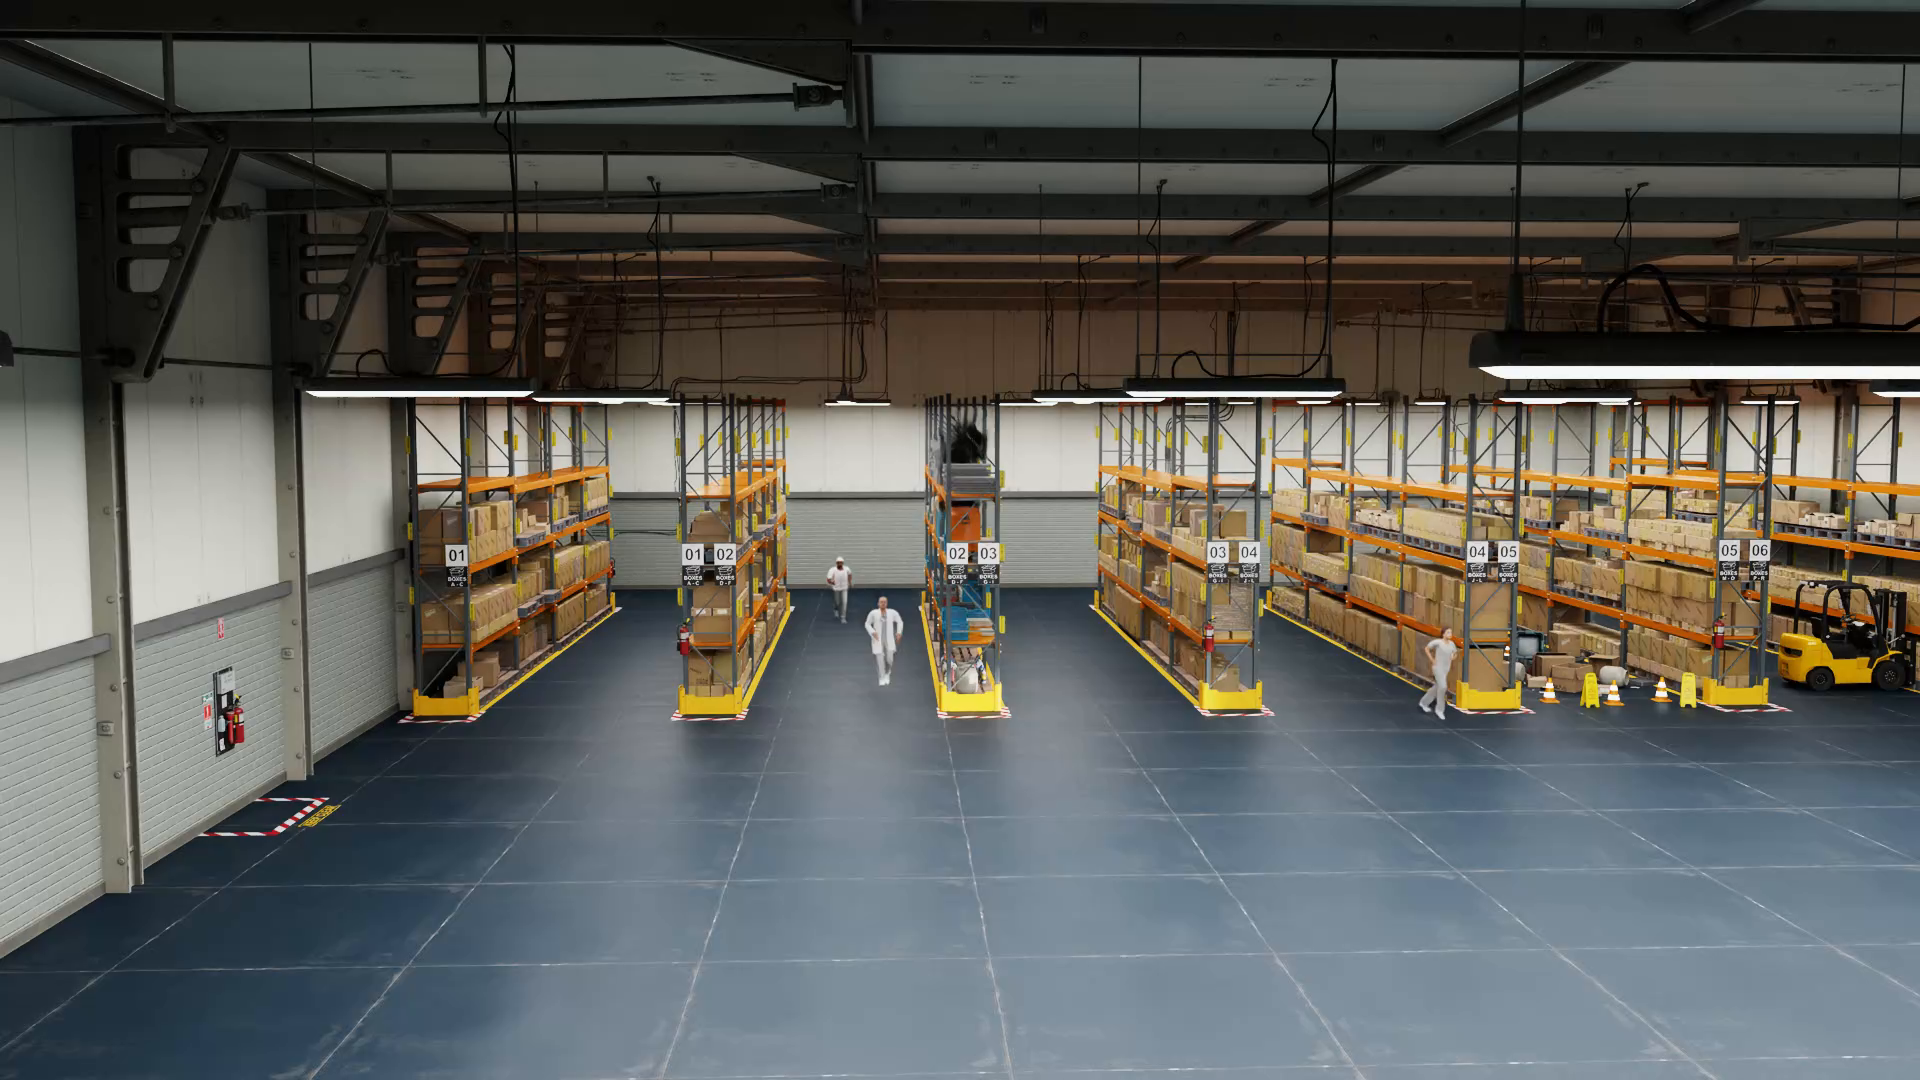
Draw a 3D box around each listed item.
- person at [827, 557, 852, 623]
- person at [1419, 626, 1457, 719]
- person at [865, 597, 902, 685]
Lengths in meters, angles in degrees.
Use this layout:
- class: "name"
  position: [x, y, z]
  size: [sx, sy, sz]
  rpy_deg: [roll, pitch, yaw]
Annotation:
- class: "person"
  position: [-3.224, 1.319, 44.637]
  size: [0.687, 1.755, 0.960]
  rpy_deg: [-1, 5, -12]
- class: "person"
  position: [8.980, 2.456, 31.098]
  size: [0.564, 1.720, 0.763]
  rpy_deg: [-2, 5, -27]
- class: "person"
  position: [-1.484, 2.033, 32.575]
  size: [0.759, 1.667, 0.563]
  rpy_deg: [-1, 5, -8]
